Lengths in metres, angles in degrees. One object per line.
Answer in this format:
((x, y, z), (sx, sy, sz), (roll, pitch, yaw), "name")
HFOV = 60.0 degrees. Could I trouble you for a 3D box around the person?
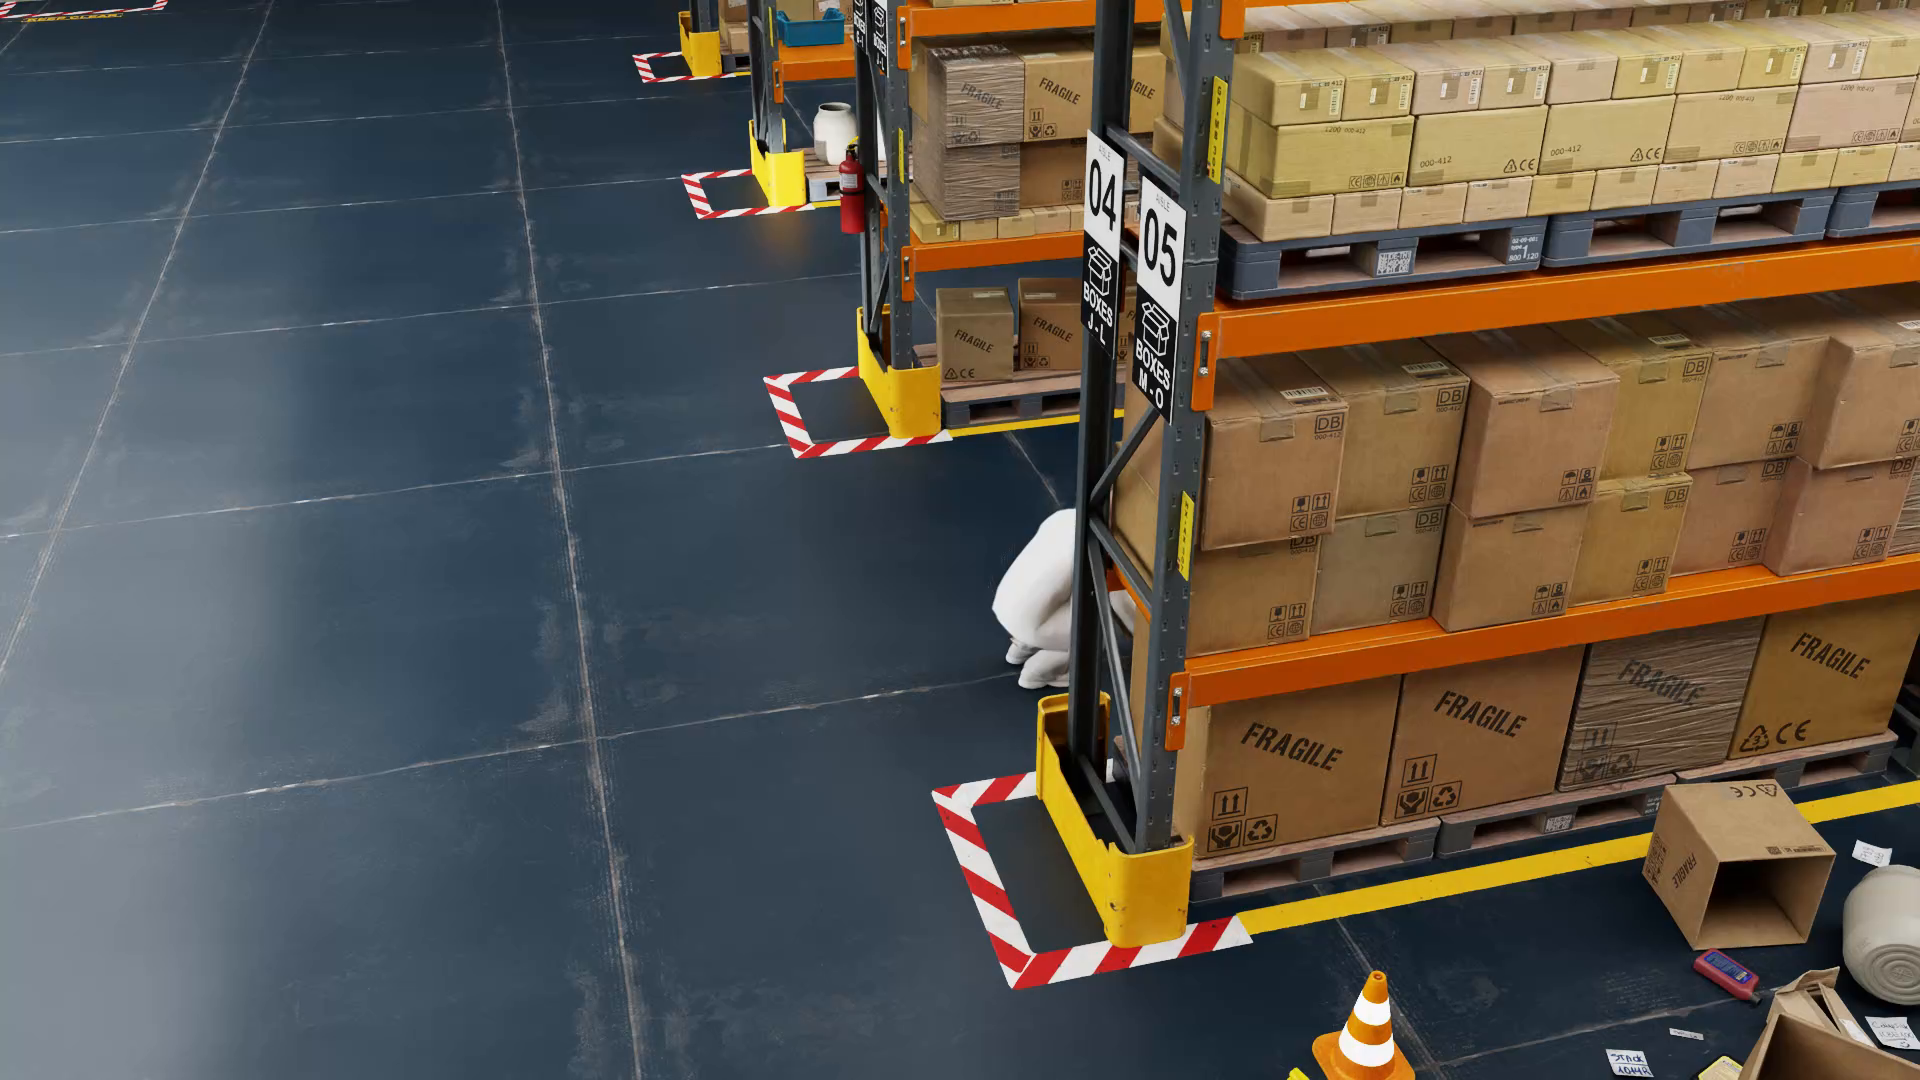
((0.616, 0.234, 8.645), (0.912, 0.994, 0.593), (-8, 31, -13), "person")
